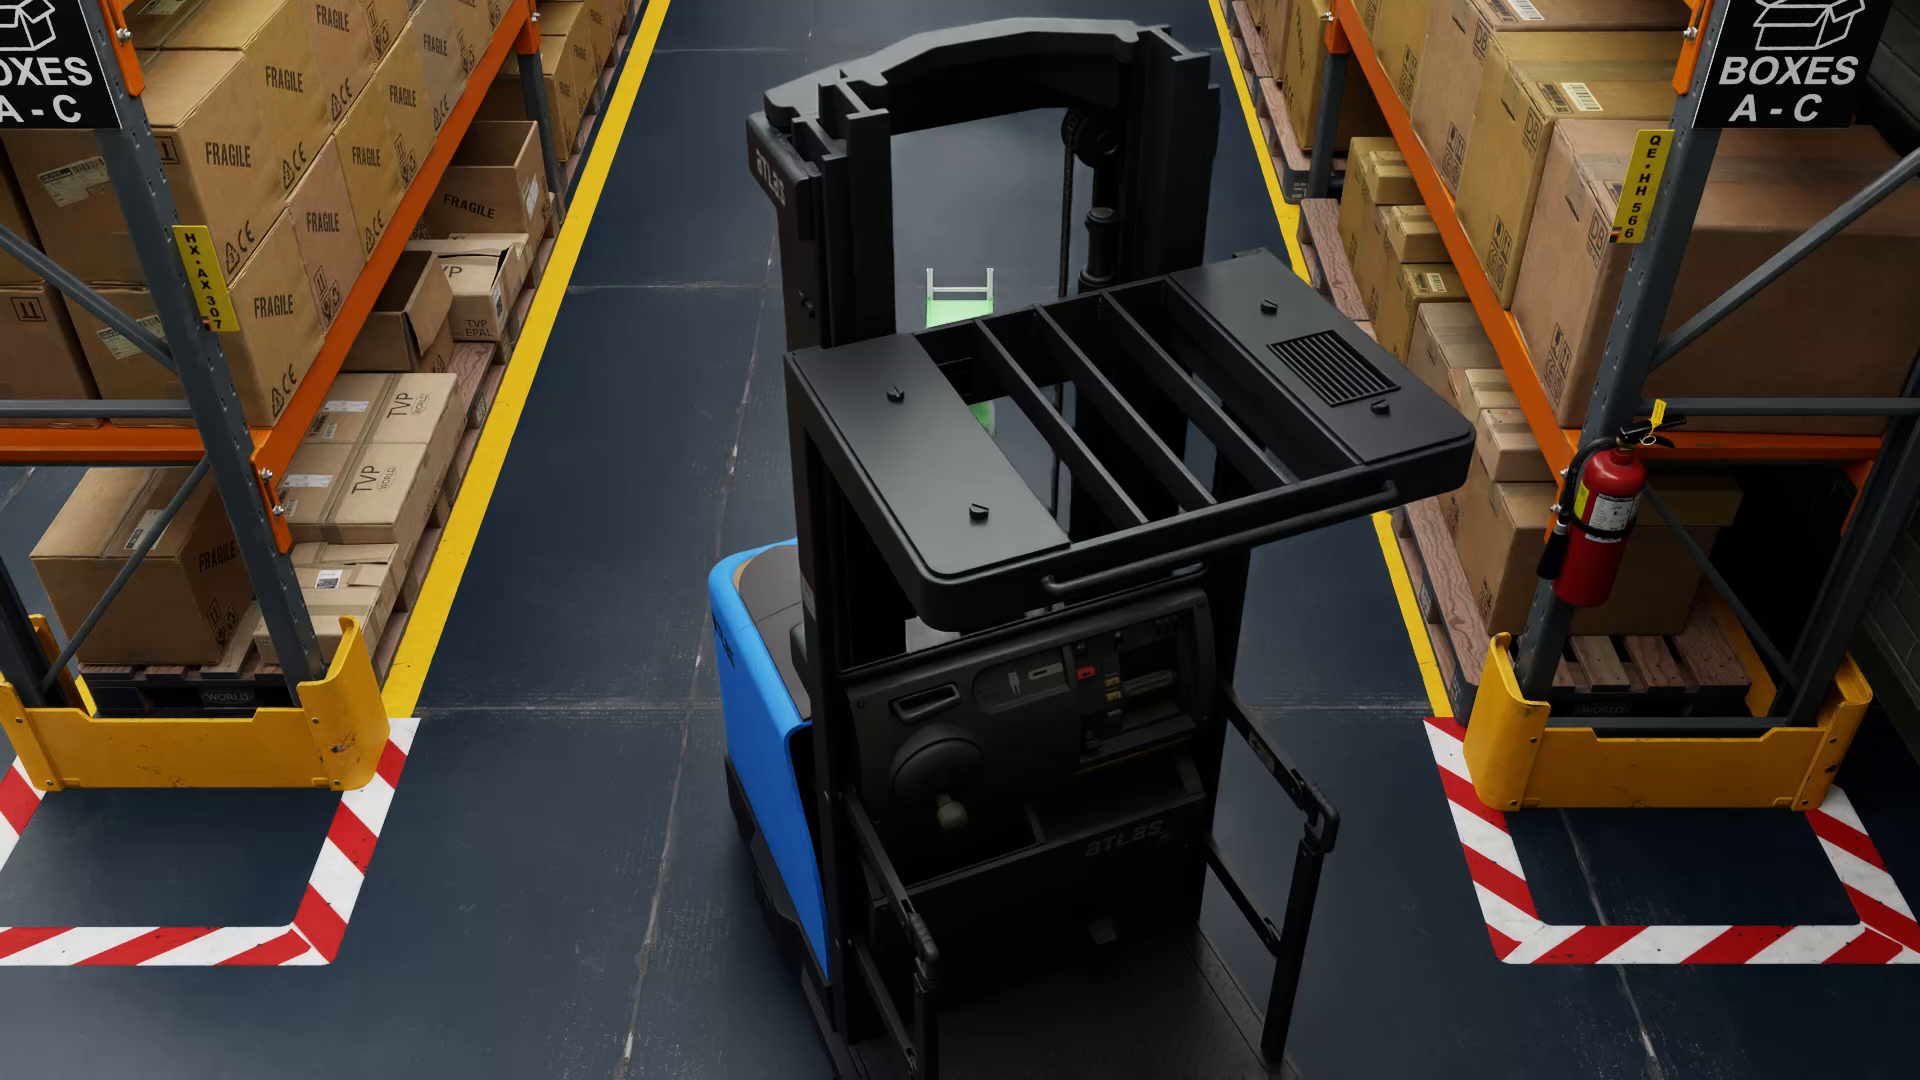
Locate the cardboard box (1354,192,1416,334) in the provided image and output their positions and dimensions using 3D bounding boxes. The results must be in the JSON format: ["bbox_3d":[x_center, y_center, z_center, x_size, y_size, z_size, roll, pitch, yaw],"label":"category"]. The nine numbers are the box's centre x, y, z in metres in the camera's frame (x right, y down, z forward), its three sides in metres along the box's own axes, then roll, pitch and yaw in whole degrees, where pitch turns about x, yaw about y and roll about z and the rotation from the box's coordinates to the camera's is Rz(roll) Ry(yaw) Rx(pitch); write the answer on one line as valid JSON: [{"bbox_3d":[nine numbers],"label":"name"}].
[{"bbox_3d":[2.238,-1.287,7.621,0.700,0.500,0.500,0,39,-1],"label":"cardboard box"}]

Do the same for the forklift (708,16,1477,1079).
[{"bbox_3d":[0.275,0.482,3.805,1.130,2.935,3.031,-15,41,-18],"label":"forklift"}]

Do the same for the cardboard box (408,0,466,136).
[{"bbox_3d":[-2.350,-1.958,6.715,0.500,0.500,0.500,1,39,1],"label":"cardboard box"}]

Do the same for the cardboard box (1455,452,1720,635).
[{"bbox_3d":[2.246,-0.006,6.021,0.700,0.500,0.500,0,39,0],"label":"cardboard box"}]

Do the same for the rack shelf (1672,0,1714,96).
[{"bbox_3d":[2.344,-2.520,5.672,1.077,0.370,4.000,0,39,0],"label":"rack shelf"}]

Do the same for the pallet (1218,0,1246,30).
[{"bbox_3d":[2.263,-3.801,11.324,1.003,0.211,1.213,0,39,0],"label":"pallet"}]

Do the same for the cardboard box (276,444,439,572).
[{"bbox_3d":[-2.324,-0.125,6.354,0.500,0.250,0.500,0,39,0],"label":"cardboard box"}]

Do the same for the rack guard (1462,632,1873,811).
[{"bbox_3d":[2.347,0.611,5.588,1.175,0.500,0.348,0,39,0],"label":"rack guard"}]

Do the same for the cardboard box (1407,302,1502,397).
[{"bbox_3d":[2.244,-0.633,6.804,0.700,0.500,0.500,-1,39,-2],"label":"cardboard box"}]

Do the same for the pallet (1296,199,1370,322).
[{"bbox_3d":[2.265,-1.317,8.225,1.003,0.211,1.213,0,39,0],"label":"pallet"}]

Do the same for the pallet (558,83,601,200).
[{"bbox_3d":[-2.650,-2.295,9.446,1.003,0.211,1.213,0,39,0],"label":"pallet"}]

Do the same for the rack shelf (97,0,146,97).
[{"bbox_3d":[-2.609,-2.514,5.665,1.077,0.370,4.000,0,39,0],"label":"rack shelf"}]

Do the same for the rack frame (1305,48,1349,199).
[{"bbox_3d":[2.342,-2.881,7.946,1.000,3.000,0.127,0,39,0],"label":"rack frame"}]

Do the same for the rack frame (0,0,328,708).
[{"bbox_3d":[-2.607,-0.374,4.817,1.000,3.000,0.127,0,39,0],"label":"rack frame"}]

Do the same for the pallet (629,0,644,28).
[{"bbox_3d":[-2.653,-3.821,11.350,1.003,0.211,1.213,0,39,0],"label":"pallet"}]

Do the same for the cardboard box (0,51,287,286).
[{"bbox_3d":[-2.344,-1.080,4.820,0.500,0.500,0.500,1,39,1],"label":"cardboard box"}]

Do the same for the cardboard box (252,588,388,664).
[{"bbox_3d":[-2.264,0.305,5.898,0.380,0.149,0.250,0,39,0],"label":"cardboard box"}]

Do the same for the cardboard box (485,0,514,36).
[{"bbox_3d":[-2.354,-2.602,7.518,0.500,0.500,0.500,1,39,1],"label":"cardboard box"}]

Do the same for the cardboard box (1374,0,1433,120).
[{"bbox_3d":[2.322,-2.202,6.859,0.980,0.700,0.700,-1,39,-1],"label":"cardboard box"}]

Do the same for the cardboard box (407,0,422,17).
[{"bbox_3d":[-2.348,-2.353,6.408,0.500,0.500,0.500,0,39,0],"label":"cardboard box"}]

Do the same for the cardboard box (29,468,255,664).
[{"bbox_3d":[-2.854,0.090,5.886,0.500,0.500,0.500,0,39,0],"label":"cardboard box"}]

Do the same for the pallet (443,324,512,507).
[{"bbox_3d":[-2.607,-0.592,7.321,1.003,0.211,1.213,0,39,0],"label":"pallet"}]

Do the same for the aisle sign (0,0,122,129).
[{"bbox_3d":[-2.313,-1.346,3.952,0.394,0.787,0.004,0,39,0],"label":"aisle sign"}]

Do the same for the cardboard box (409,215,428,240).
[{"bbox_3d":[-2.827,-1.735,8.314,0.500,0.311,0.500,0,39,0],"label":"cardboard box"}]

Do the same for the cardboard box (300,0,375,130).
[{"bbox_3d":[-2.348,-1.720,5.618,0.500,0.500,0.500,0,39,1],"label":"cardboard box"}]

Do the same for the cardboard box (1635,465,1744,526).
[{"bbox_3d":[2.446,-0.181,5.721,0.380,0.149,0.250,0,39,0],"label":"cardboard box"}]

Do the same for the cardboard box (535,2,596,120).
[{"bbox_3d":[-2.380,-2.707,9.377,0.500,0.500,0.500,0,39,1],"label":"cardboard box"}]

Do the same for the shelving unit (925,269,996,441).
[{"bbox_3d":[0.000,-0.365,6.246,0.258,1.200,0.503,0,39,0],"label":"shelving unit"}]

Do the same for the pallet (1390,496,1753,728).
[{"bbox_3d":[2.268,0.209,6.321,1.003,0.211,1.213,0,39,0],"label":"pallet"}]

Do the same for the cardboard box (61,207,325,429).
[{"bbox_3d":[-2.344,-0.690,5.133,0.500,0.500,0.500,1,39,1],"label":"cardboard box"}]

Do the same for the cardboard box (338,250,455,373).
[{"bbox_3d":[-2.604,-0.898,7.116,0.797,0.503,0.637,0,39,0],"label":"cardboard box"}]

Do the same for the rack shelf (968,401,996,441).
[{"bbox_3d":[0.000,-0.502,6.136,0.258,0.148,0.480,0,39,0],"label":"rack shelf"}]

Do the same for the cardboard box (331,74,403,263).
[{"bbox_3d":[-2.347,-1.327,5.927,0.500,0.500,0.500,0,39,0],"label":"cardboard box"}]

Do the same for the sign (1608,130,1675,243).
[{"bbox_3d":[1.804,-0.932,4.399,0.100,0.325,0.005,0,39,0],"label":"sign"}]

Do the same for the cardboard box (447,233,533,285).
[{"bbox_3d":[-2.267,-1.344,7.956,0.380,0.149,0.250,0,39,0],"label":"cardboard box"}]

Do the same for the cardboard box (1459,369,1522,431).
[{"bbox_3d":[2.063,-0.499,6.118,0.380,0.149,0.250,1,39,1],"label":"cardboard box"}]

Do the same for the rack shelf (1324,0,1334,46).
[{"bbox_3d":[2.340,-3.851,9.732,1.077,0.370,4.000,0,39,0],"label":"rack shelf"}]

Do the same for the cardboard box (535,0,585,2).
[{"bbox_3d":[-2.370,-3.292,9.506,0.500,0.250,0.500,0,39,0],"label":"cardboard box"}]

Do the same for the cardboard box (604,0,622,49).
[{"bbox_3d":[-2.373,-3.336,10.161,0.500,0.500,0.500,-1,39,-2],"label":"cardboard box"}]

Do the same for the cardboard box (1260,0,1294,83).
[{"bbox_3d":[2.207,-3.168,9.688,0.750,0.750,0.750,1,39,1],"label":"cardboard box"}]

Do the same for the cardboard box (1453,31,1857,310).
[{"bbox_3d":[2.324,-1.270,5.697,0.980,0.700,0.700,0,39,0],"label":"cardboard box"}]

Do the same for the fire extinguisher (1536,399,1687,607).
[{"bbox_3d":[1.885,-0.109,4.848,0.296,0.674,0.183,0,39,0],"label":"fire extinguisher"}]

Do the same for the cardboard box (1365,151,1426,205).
[{"bbox_3d":[2.058,-1.640,7.543,0.380,0.149,0.250,1,39,1],"label":"cardboard box"}]

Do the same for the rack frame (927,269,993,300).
[{"bbox_3d":[0.000,-0.517,6.436,0.240,1.200,0.015,0,39,0],"label":"rack frame"}]
